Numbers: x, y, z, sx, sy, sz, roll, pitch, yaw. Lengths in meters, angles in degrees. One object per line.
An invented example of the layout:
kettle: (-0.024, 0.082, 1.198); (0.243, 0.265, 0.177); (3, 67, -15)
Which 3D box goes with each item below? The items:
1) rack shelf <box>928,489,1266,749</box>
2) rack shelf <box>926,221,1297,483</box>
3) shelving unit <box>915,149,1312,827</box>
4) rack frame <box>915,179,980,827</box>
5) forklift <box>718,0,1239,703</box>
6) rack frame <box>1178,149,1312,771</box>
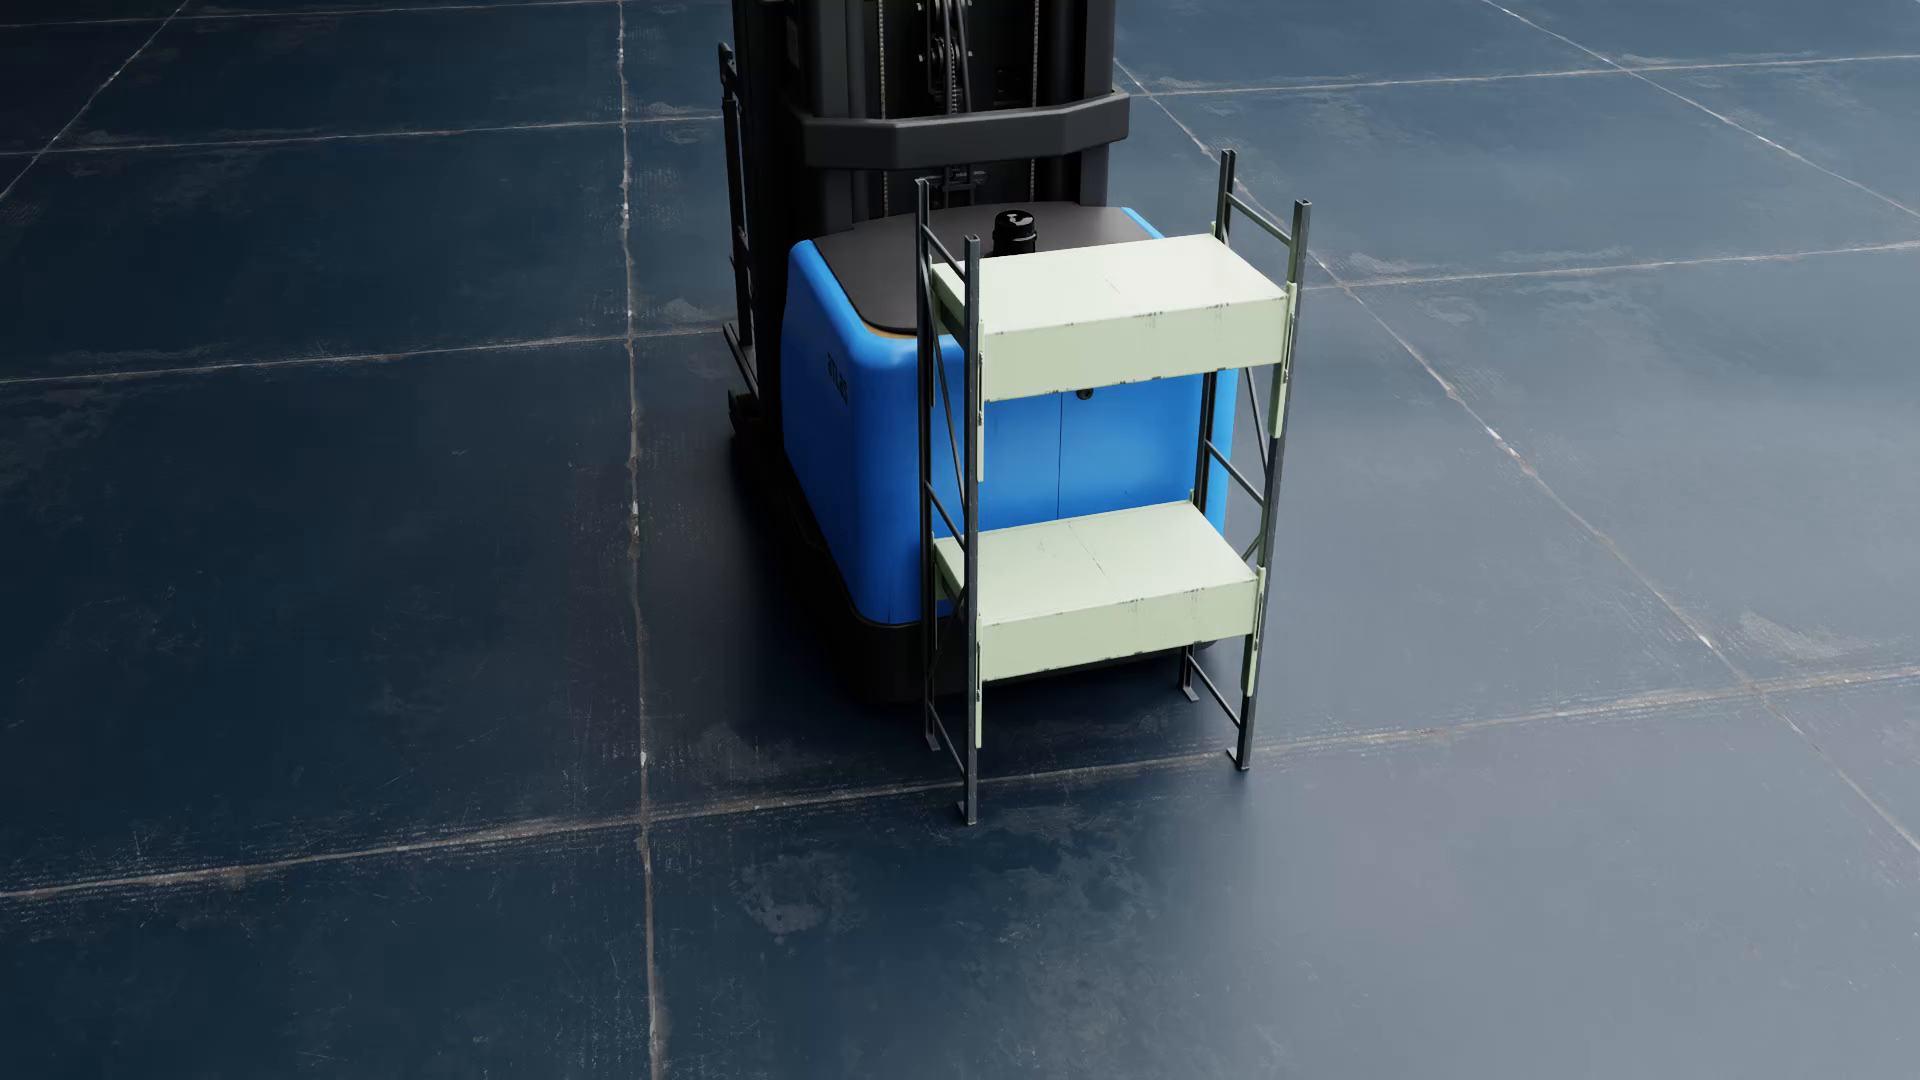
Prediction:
rack shelf: (0.320, 0.181, 4.105); (0.720, 0.370, 0.431); (-9, 32, -15)
rack shelf: (0.320, -0.436, 3.742); (0.720, 0.370, 0.431); (-9, 32, -15)
shelving unit: (0.320, -0.100, 3.940); (0.755, 1.500, 0.431); (-9, 32, -15)
rack frame: (-0.029, -0.045, 3.846); (0.023, 1.500, 0.400); (-9, 32, -15)
forklift: (-0.180, -1.570, 5.028); (1.130, 2.935, 3.031); (-9, 32, -14)
rack frame: (0.670, -0.155, 4.033); (0.023, 1.500, 0.400); (-9, 32, -15)
